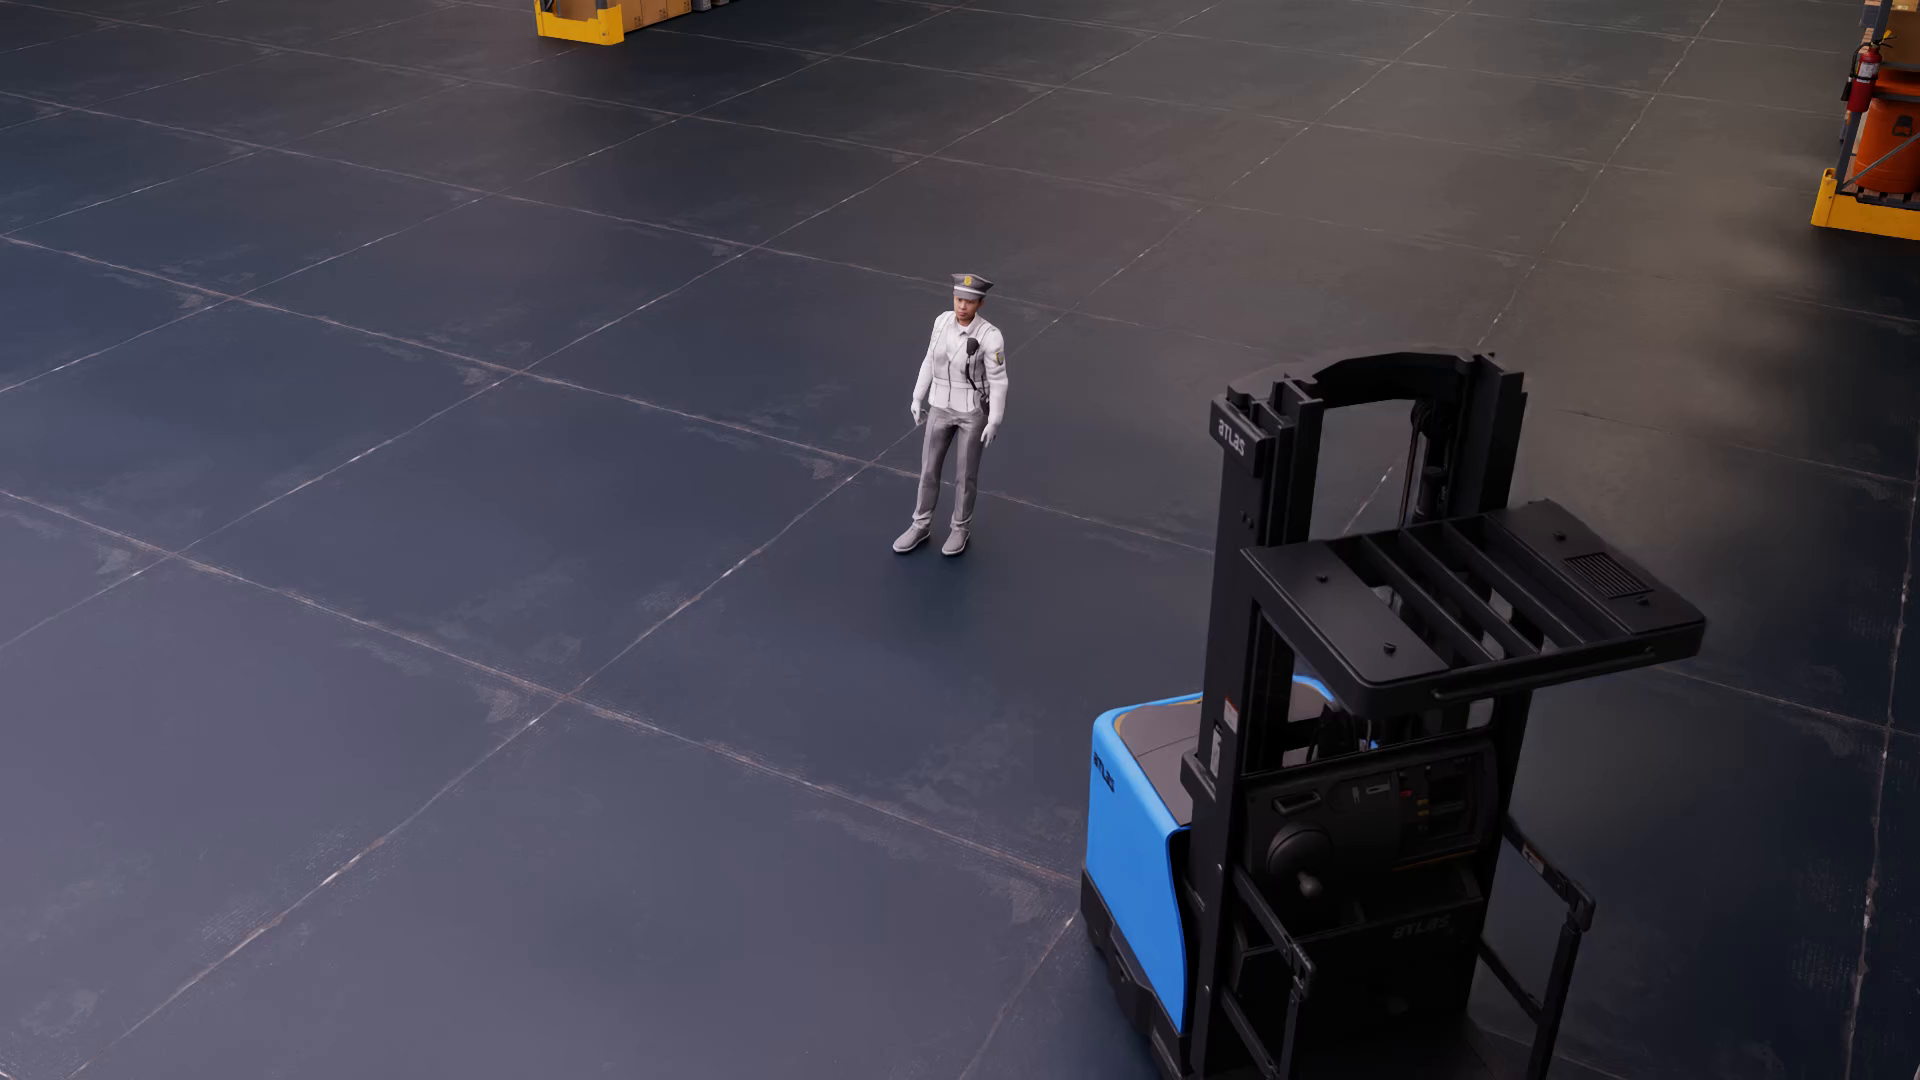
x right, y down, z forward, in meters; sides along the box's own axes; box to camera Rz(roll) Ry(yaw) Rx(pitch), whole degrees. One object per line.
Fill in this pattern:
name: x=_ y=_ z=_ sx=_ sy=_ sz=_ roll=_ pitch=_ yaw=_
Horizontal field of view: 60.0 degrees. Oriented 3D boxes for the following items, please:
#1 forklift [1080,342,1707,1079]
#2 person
forklift: x=1.444 y=0.979 z=5.374 sx=1.130 sy=2.935 sz=3.031 roll=-9 pitch=31 yaw=-15
person: x=-0.038 y=-0.712 z=9.527 sx=0.587 sy=1.696 sz=0.534 roll=15 pitch=33 yaw=25
